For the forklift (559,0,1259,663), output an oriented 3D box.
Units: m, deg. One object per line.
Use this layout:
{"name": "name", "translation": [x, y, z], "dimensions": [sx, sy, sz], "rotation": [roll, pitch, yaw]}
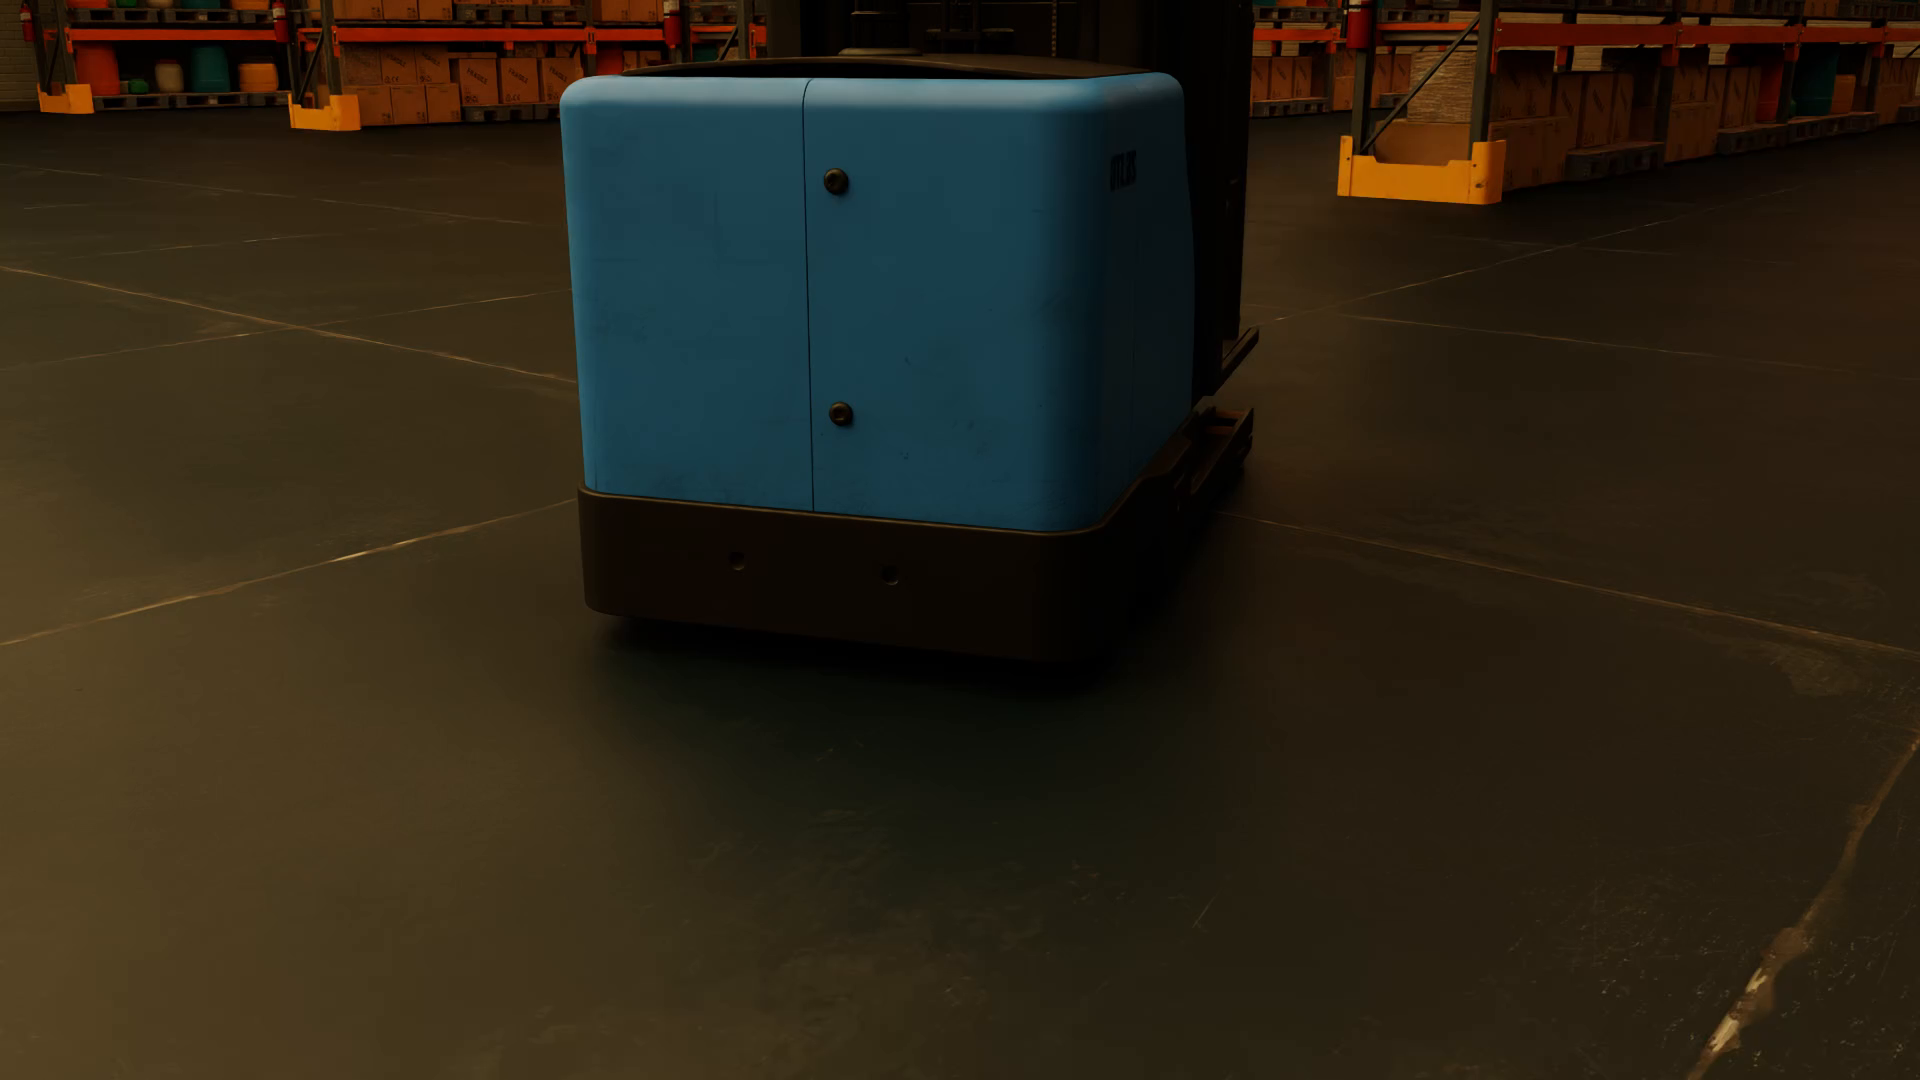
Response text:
{"name": "forklift", "translation": [0.182, -1.571, 4.072], "dimensions": [1.130, 2.935, 3.031], "rotation": [5, 18, 17]}
